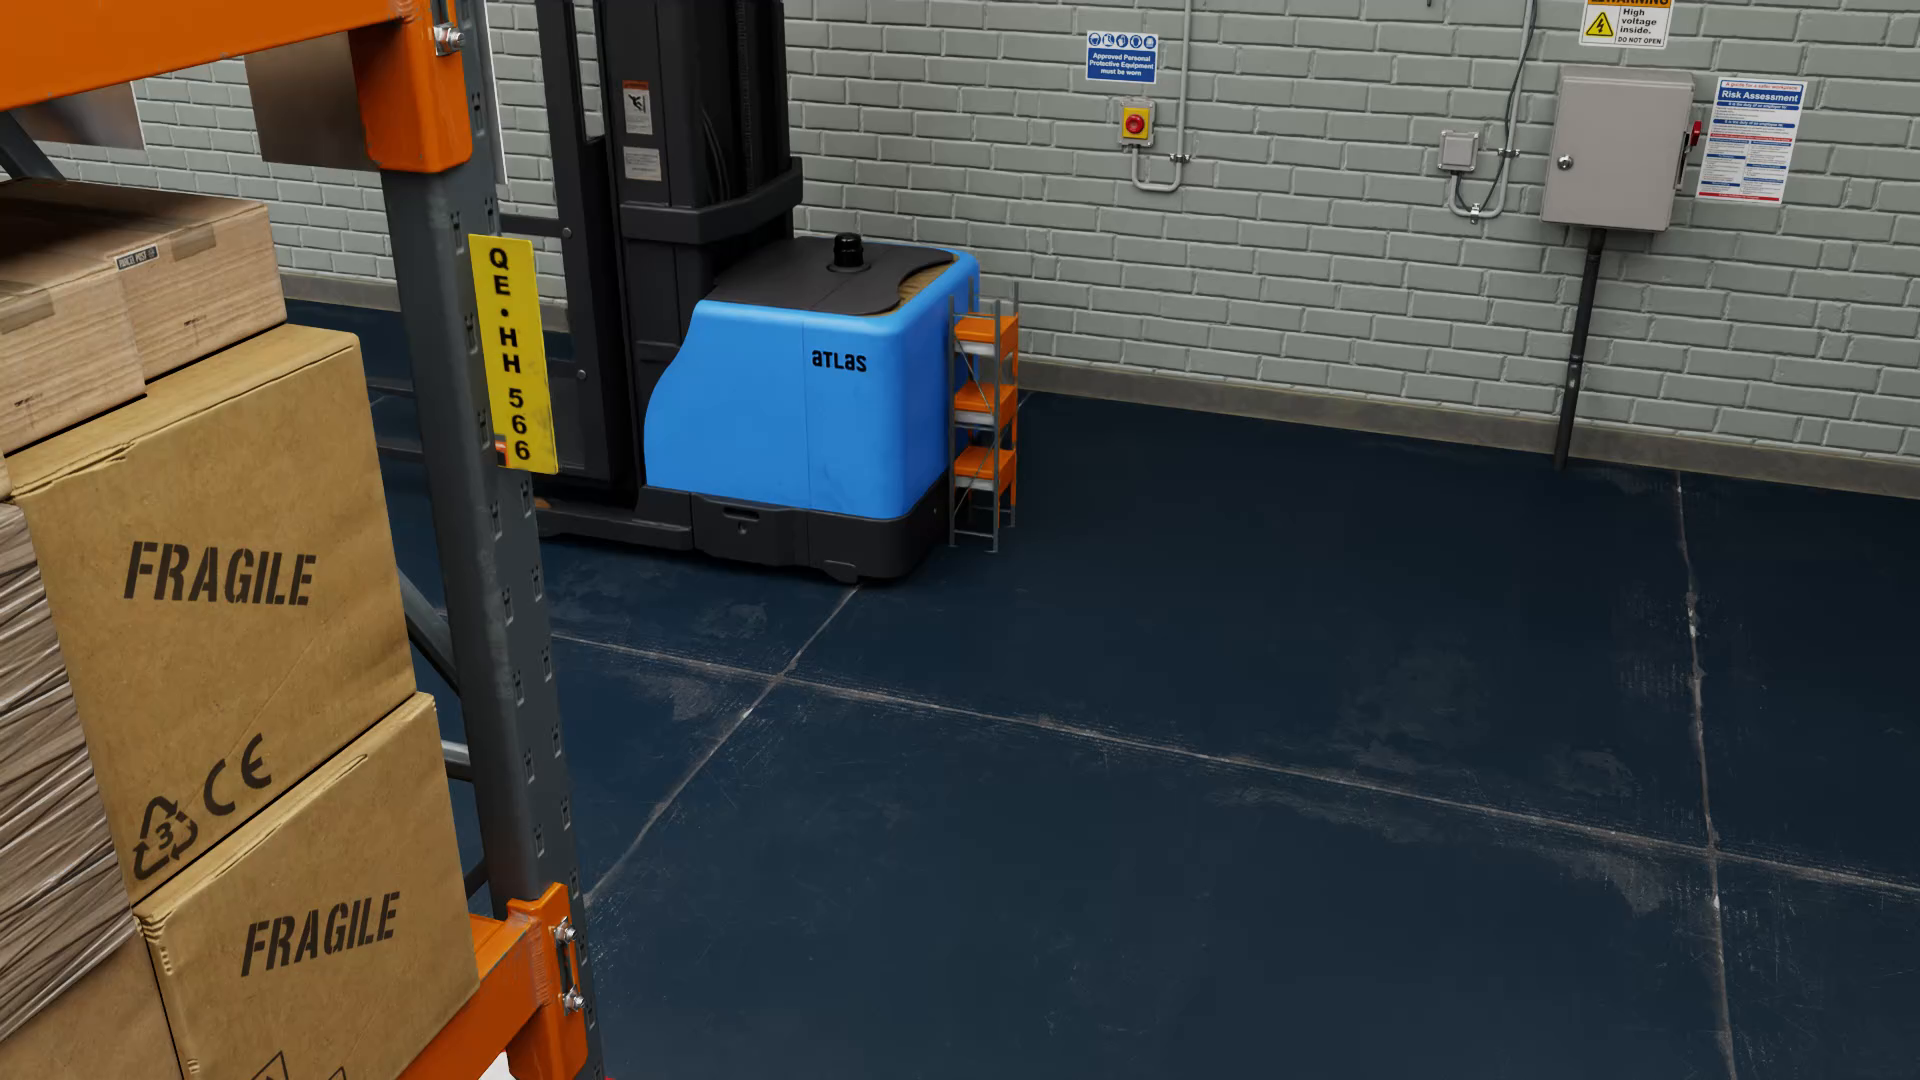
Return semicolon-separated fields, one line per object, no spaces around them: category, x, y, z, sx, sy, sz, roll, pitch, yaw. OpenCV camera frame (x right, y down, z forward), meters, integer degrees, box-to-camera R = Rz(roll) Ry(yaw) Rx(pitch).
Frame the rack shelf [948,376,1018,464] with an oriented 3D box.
rack shelf;0.093;-0.474;6.549;0.215;0.259;0.240;8;27;16

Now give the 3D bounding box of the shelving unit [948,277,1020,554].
shelving unit;0.093;-0.484;6.544;0.215;1.050;0.252;8;27;16

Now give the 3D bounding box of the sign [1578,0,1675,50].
sign;2.702;-2.120;6.739;0.339;0.242;0.001;9;27;17

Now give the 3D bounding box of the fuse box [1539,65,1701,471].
fuse box;2.685;-1.075;7.008;0.539;1.711;0.414;9;27;17

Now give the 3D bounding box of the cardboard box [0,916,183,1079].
cardboard box;-1.194;0.696;1.755;0.500;0.500;0.500;8;27;16

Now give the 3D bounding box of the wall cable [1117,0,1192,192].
wall cable;0.752;-2.491;7.252;0.585;1.953;0.123;9;27;17

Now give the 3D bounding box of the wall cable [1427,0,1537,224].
wall cable;2.094;-2.276;6.843;0.588;1.984;0.122;9;27;17

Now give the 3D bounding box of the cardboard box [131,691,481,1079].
cardboard box;-1.013;0.492;2.176;0.500;0.500;0.500;9;27;18

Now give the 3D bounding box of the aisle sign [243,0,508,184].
aisle sign;-0.786;-0.854;2.089;0.394;0.787;0.004;9;27;17

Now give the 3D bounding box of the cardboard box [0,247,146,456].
cardboard box;-1.094;-0.202;1.719;0.380;0.149;0.250;9;27;18

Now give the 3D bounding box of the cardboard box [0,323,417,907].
cardboard box;-1.038;0.038;1.967;0.500;0.500;0.500;10;27;19

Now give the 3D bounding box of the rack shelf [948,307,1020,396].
rack shelf;0.093;-0.729;6.425;0.215;0.259;0.240;8;27;16

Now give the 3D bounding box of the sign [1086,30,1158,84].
sign;0.727;-2.174;7.487;0.327;0.218;0.001;9;27;17

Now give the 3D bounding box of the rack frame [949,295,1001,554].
rack frame;0.055;-0.433;6.440;0.200;1.050;0.008;8;27;16

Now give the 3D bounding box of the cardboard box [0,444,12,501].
cardboard box;-1.101;-0.084;1.474;0.380;0.149;0.250;8;27;17

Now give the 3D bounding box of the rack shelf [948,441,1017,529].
rack shelf;0.093;-0.224;6.670;0.215;0.259;0.240;8;27;16

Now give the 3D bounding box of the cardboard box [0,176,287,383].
cardboard box;-1.032;-0.310;1.941;0.380;0.149;0.250;9;27;18

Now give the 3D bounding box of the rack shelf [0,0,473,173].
rack shelf;-1.767;0.096;0.492;1.077;0.370;4.000;9;27;17

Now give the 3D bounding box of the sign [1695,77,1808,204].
sign;3.220;-1.626;6.775;0.329;0.494;0.001;9;27;17

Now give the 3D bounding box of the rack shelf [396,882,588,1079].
rack shelf;-1.767;1.446;1.146;1.077;0.370;4.000;9;27;17

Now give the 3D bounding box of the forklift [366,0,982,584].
forklift;-1.482;-1.525;6.537;3.031;2.935;1.130;8;27;17

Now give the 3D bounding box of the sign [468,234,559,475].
sign;-0.595;-0.243;2.209;0.100;0.325;0.005;9;27;17

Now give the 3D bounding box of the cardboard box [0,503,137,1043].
cardboard box;-1.184;0.257;1.514;0.500;0.500;0.500;9;27;18

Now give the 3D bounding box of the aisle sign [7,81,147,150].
aisle sign;-1.351;-0.941;2.268;0.394;0.787;0.004;9;27;17

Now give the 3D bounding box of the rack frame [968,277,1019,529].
rack frame;0.130;-0.534;6.649;0.200;1.050;0.008;8;27;16
